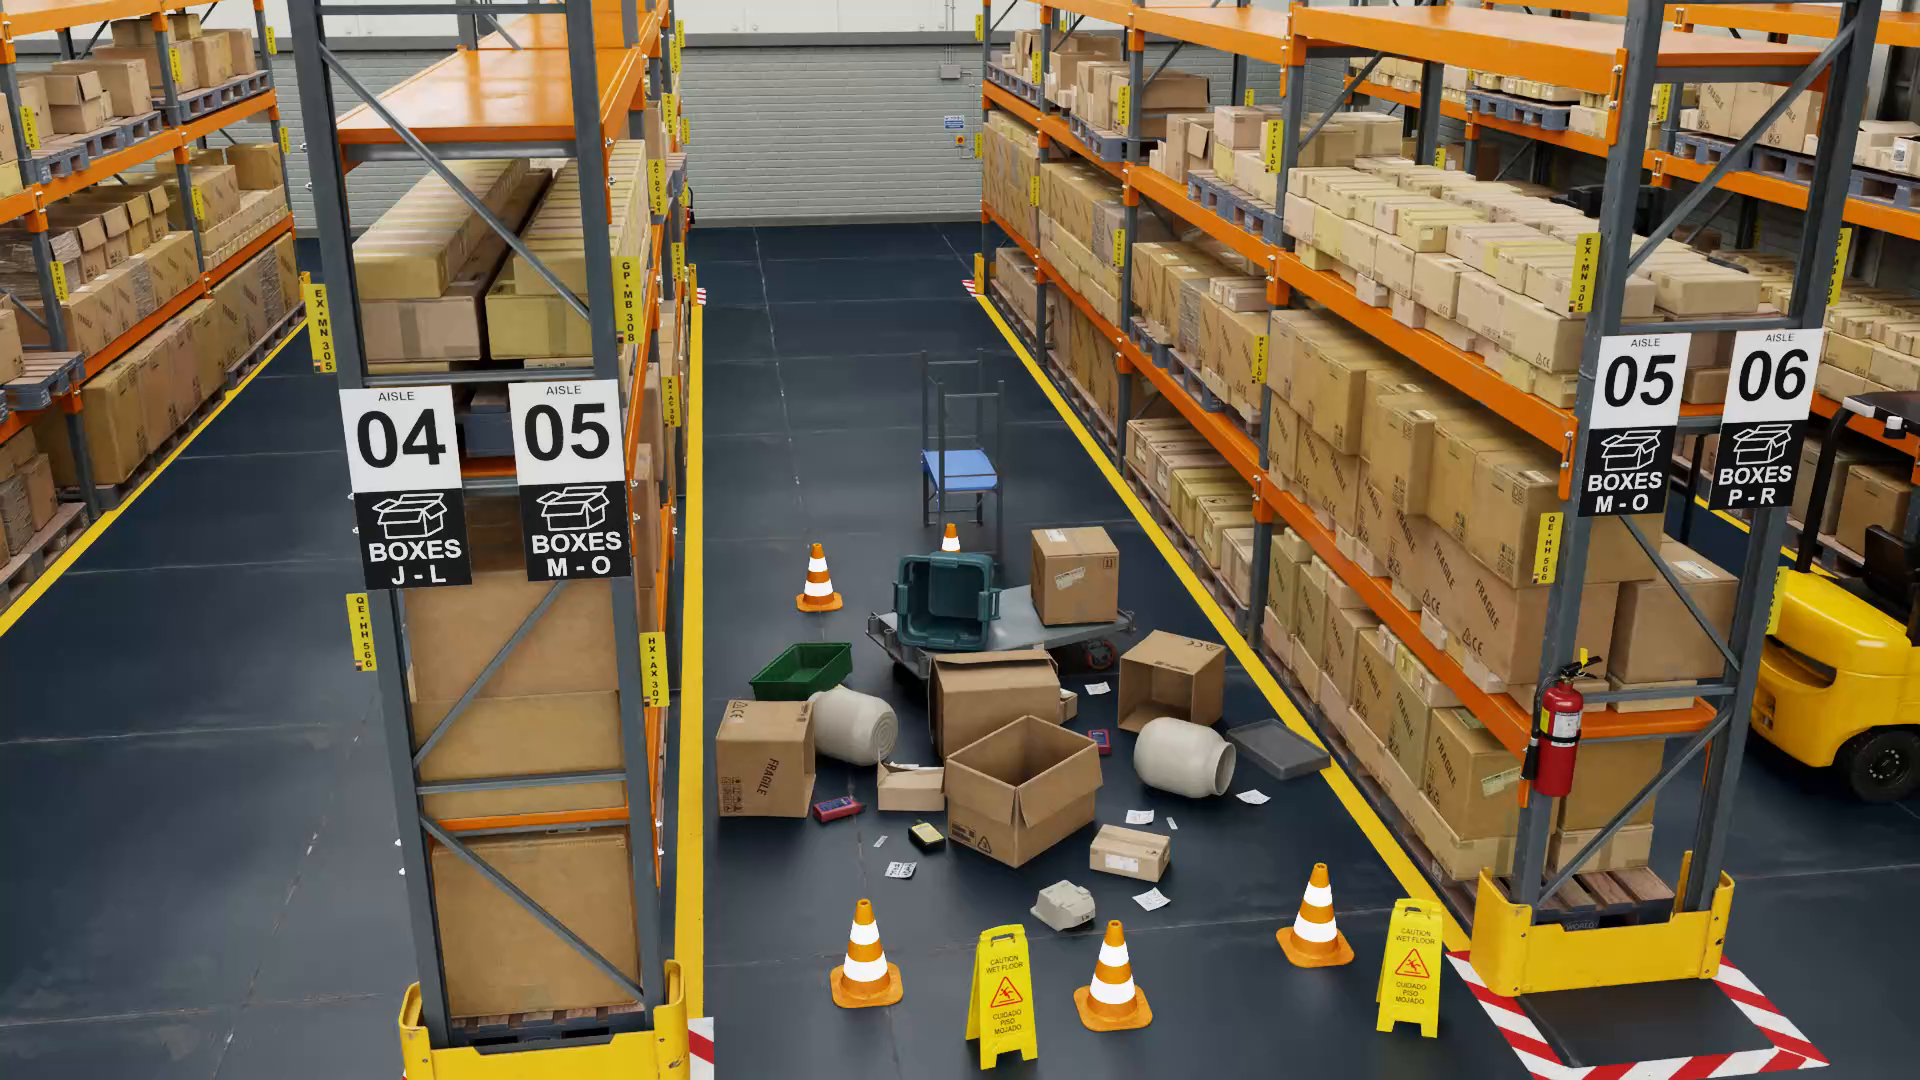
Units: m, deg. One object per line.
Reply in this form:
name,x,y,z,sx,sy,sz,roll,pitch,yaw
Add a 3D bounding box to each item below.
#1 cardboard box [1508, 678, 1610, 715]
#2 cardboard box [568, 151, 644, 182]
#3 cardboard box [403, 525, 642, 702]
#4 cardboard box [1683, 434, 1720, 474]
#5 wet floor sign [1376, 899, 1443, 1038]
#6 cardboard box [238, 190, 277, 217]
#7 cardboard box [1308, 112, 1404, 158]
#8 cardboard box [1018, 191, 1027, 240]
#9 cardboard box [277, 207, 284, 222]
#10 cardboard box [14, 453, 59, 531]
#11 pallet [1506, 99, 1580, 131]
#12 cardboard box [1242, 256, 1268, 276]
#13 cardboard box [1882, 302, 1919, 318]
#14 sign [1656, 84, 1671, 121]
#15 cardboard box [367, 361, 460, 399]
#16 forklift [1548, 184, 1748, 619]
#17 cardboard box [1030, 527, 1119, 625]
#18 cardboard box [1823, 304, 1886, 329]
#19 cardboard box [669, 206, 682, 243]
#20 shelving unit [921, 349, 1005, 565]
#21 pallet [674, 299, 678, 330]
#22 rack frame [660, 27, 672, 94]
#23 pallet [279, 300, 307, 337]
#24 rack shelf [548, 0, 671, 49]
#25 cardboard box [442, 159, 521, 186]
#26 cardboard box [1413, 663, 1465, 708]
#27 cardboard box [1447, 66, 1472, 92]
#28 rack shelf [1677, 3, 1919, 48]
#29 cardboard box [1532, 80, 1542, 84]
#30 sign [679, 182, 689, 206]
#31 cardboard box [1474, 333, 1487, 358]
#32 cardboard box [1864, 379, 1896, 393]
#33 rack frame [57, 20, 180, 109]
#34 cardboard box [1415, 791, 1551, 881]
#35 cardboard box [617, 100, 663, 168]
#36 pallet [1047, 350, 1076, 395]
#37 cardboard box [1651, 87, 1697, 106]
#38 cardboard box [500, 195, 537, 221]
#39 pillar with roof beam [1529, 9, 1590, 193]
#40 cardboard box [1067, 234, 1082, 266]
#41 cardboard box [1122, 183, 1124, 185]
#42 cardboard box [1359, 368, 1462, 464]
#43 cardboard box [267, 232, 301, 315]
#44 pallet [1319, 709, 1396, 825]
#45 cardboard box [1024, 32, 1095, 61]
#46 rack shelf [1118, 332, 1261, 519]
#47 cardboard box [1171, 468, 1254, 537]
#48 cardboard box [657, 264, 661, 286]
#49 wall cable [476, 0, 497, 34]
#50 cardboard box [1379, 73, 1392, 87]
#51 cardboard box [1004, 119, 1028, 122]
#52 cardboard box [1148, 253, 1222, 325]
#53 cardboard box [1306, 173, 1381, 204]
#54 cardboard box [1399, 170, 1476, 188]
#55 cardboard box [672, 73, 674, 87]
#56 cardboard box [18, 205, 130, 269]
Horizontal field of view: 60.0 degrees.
cardboard box,2.840,0.705,7.901,0.380,0.149,0.250,-2,21,-6
cardboard box,-1.914,-2.014,9.010,0.380,0.149,0.250,-3,21,-8
cardboard box,-1.793,0.284,6.911,0.875,0.550,0.550,-3,21,-8
cardboard box,7.042,-0.957,14.786,0.875,0.625,0.625,-2,21,-6
wet floor sign,2.075,1.929,7.630,0.267,0.644,0.232,4,21,11
cardboard box,-8.602,-4.073,20.123,0.500,0.250,0.500,-3,21,-9
cardboard box,2.760,-2.839,11.644,0.500,0.250,0.500,-3,21,-9
cardboard box,0.977,-3.821,19.517,0.500,0.500,0.500,-3,21,-9
cardboard box,-8.591,-4.020,20.550,0.380,0.149,0.250,-3,21,-7
cardboard box,-7.737,-0.368,13.359,0.700,0.500,0.500,-4,21,-11
pallet,6.465,-4.429,17.270,1.213,0.211,1.003,-3,21,-8
cardboard box,2.468,-2.198,13.220,0.380,0.149,0.250,-4,21,-10
cardboard box,7.512,-1.771,13.100,0.380,0.149,0.250,-3,21,-8
sign,6.327,-3.936,14.942,0.100,0.325,0.005,-3,21,-8
cardboard box,-2.161,-0.638,6.467,0.380,0.149,0.250,-3,21,-8
forklift,4.954,-1.071,12.395,1.130,2.935,3.031,-3,21,-8
cardboard box,0.772,0.237,11.284,0.500,0.500,0.500,-3,21,-8
cardboard box,6.989,-1.742,13.024,0.380,0.149,0.250,-3,21,-9
cardboard box,-3.330,-3.535,18.324,0.500,0.500,0.500,-3,21,-9
shelving unit,0.012,-0.673,13.375,0.538,1.500,1.048,-3,21,-8
pallet,-3.139,-1.931,14.873,1.213,0.211,1.003,-3,21,-8
rack frame,-3.508,-5.975,16.851,1.000,3.000,0.127,-3,21,-8
pallet,-8.814,-2.755,20.790,1.003,0.211,1.213,-3,21,-8
rack shelf,-3.219,-4.758,15.193,1.077,0.370,4.000,-3,21,-8
cardboard box,-2.564,-1.980,8.919,0.380,0.149,0.250,-3,21,-8
cardboard box,2.613,0.754,8.740,0.380,0.149,0.250,-2,21,-6
cardboard box,5.970,-5.329,19.200,0.500,0.250,0.500,-3,21,-8
rack shelf,7.152,-3.909,12.921,1.077,0.370,4.000,-3,21,-8
cardboard box,6.150,-4.803,17.191,0.380,0.149,0.250,-3,21,-7
sign,-2.959,-3.736,17.776,0.100,0.325,0.005,-3,21,-8
cardboard box,2.734,-0.960,8.072,0.380,0.149,0.250,-3,21,-7
cardboard box,7.109,-1.022,12.379,0.500,0.250,0.500,-2,21,-7
rack frame,-8.430,-5.759,16.275,1.000,3.000,0.127,-3,21,-8
cardboard box,2.720,1.523,8.682,0.500,0.250,0.500,-3,21,-8
cardboard box,-2.403,-2.887,11.986,0.500,0.500,0.500,-3,21,-8
pallet,1.562,-1.879,18.446,1.003,0.211,1.213,-3,21,-8
cardboard box,6.522,-4.081,15.287,0.380,0.149,0.250,-2,21,-6
cardboard box,-2.414,-1.579,8.417,0.500,0.250,0.500,-3,21,-8
pillar with roof beam,2.819,-6.580,18.473,9.100,9.000,0.400,-3,21,-8
cardboard box,1.385,-2.916,16.736,0.500,0.250,0.500,-4,21,-9
cardboard box,1.914,-3.288,16.661,0.500,0.500,0.500,-3,21,-7
cardboard box,2.641,-0.641,9.149,0.700,0.500,0.500,-3,21,-8
cardboard box,-8.836,-3.318,20.749,0.875,0.875,0.875,-3,21,-8
pallet,2.840,1.281,9.984,1.003,0.211,1.213,-3,21,-8
cardboard box,1.150,-5.611,19.275,0.797,0.503,0.637,-1,21,-4
rack shelf,2.241,-1.034,13.227,1.077,0.370,4.000,-3,21,-8
cardboard box,2.242,-0.316,13.429,0.950,0.372,0.625,-2,21,-6
cardboard box,-2.807,-2.308,14.518,0.380,0.149,0.250,-3,21,-8
wall cable,-6.411,-10.783,25.127,2.277,5.999,0.120,-3,21,-8
cardboard box,5.590,-5.890,21.271,0.380,0.149,0.250,-3,21,-8
cardboard box,0.755,-5.155,20.731,0.380,0.149,0.250,-3,21,-7
cardboard box,1.871,-2.099,13.881,0.500,0.500,0.500,-2,21,-5
cardboard box,2.318,-2.126,10.053,0.380,0.149,0.250,-2,21,-6
cardboard box,2.904,-2.155,10.131,0.380,0.149,0.250,-3,21,-9
cardboard box,-3.407,-5.085,18.256,0.500,0.250,0.500,-3,21,-8
cardboard box,-8.138,-2.792,15.329,0.797,0.503,0.637,-2,21,-6
